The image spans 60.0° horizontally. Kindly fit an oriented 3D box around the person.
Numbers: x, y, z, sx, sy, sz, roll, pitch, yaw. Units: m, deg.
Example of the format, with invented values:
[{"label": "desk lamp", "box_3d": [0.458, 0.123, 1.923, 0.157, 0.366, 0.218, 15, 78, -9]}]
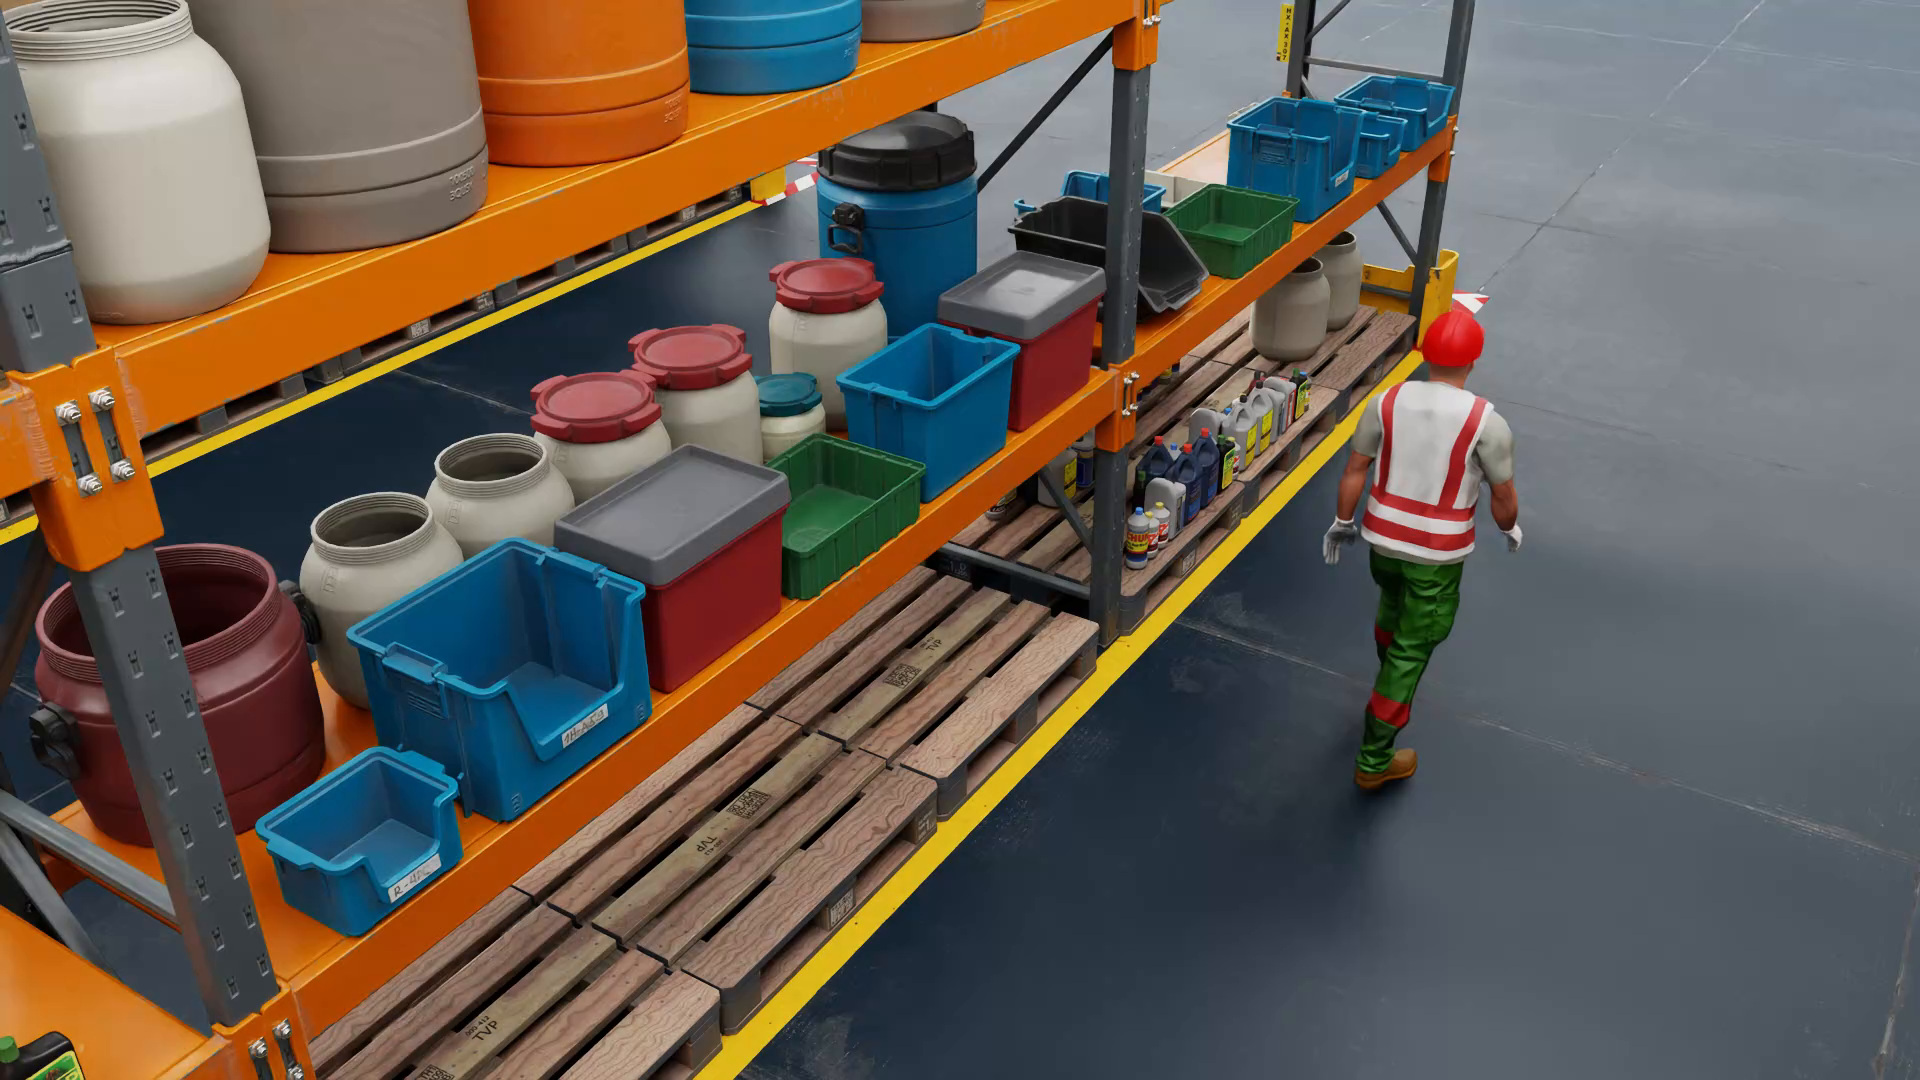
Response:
[{"label": "person", "box_3d": [1.700, -0.009, 6.163, 0.630, 1.777, 0.952, 22, 37, 33]}]
